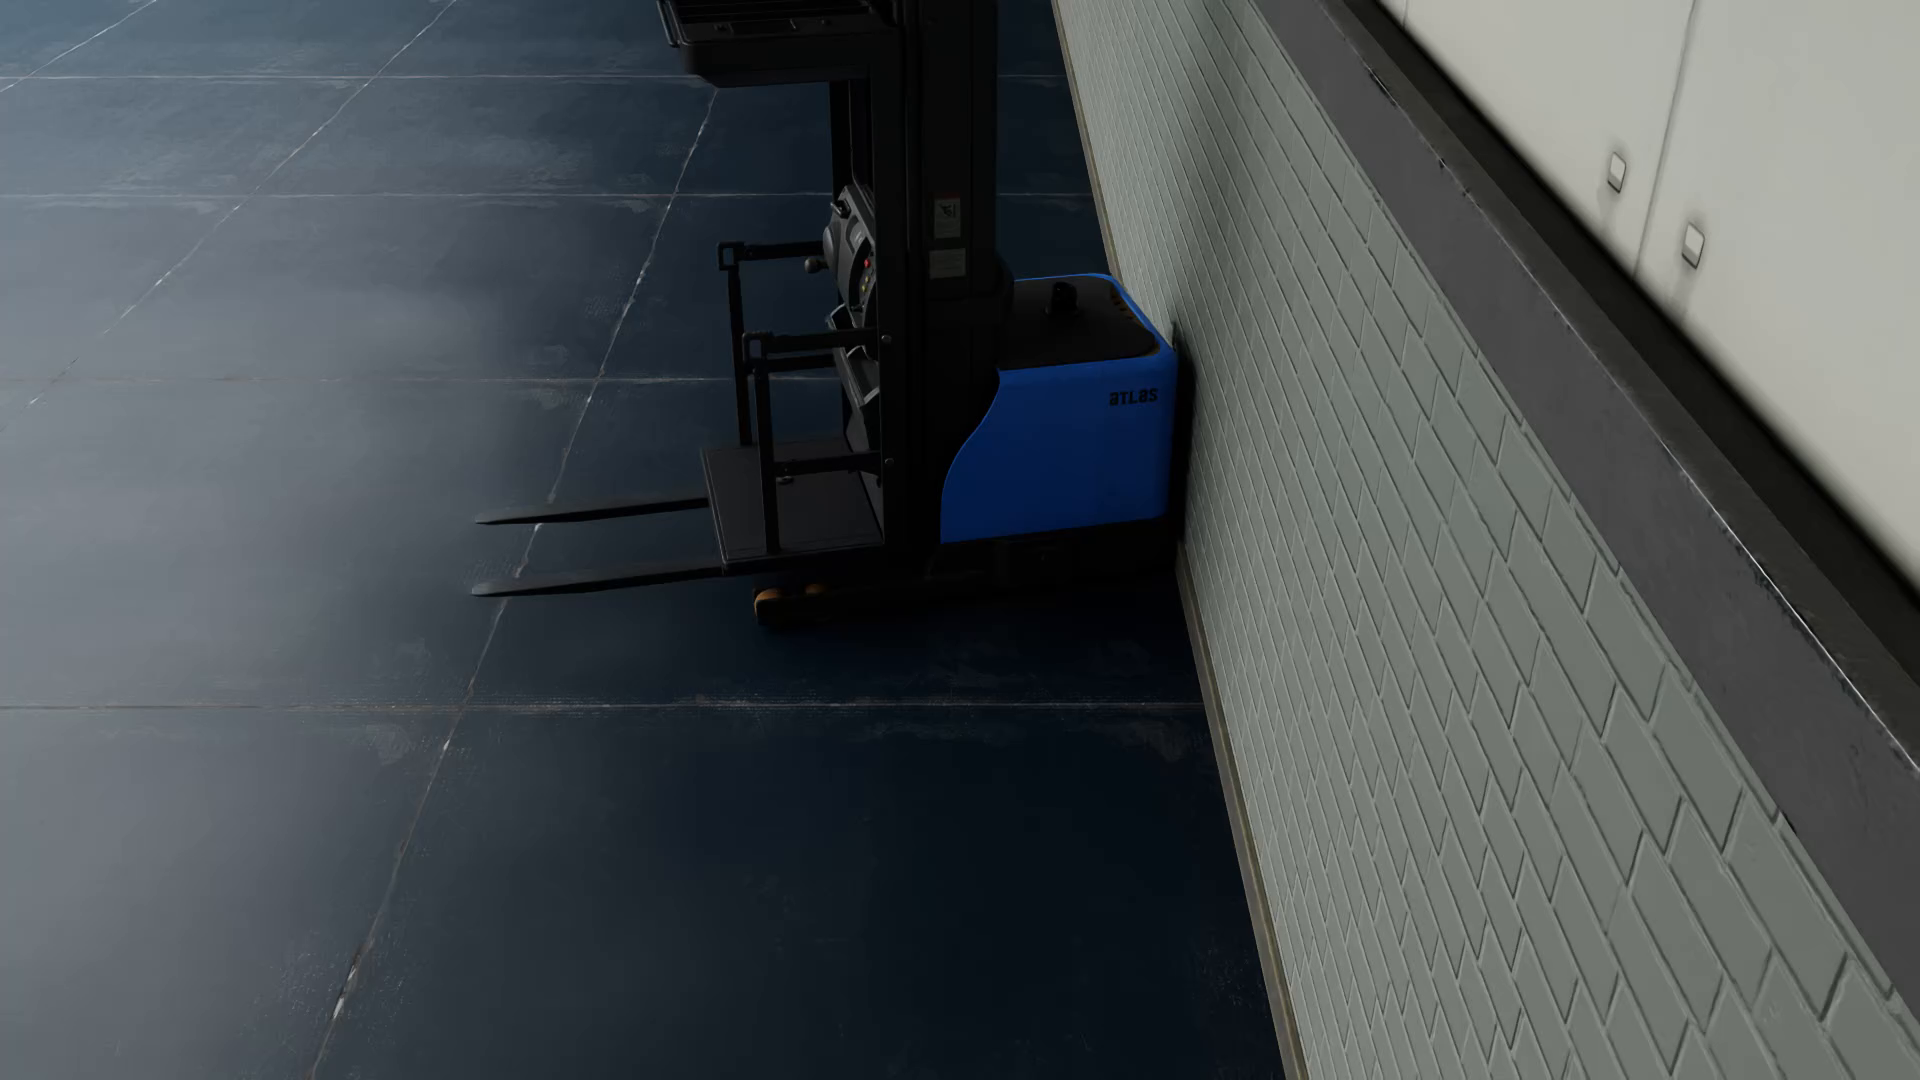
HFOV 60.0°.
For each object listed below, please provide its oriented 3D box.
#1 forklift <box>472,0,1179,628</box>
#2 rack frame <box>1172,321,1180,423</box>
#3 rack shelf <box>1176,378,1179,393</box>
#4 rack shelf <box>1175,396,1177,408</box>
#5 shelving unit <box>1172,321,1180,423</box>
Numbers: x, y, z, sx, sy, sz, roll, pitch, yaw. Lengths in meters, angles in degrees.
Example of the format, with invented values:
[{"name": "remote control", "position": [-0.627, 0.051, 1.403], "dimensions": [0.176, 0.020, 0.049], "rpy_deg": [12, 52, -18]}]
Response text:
[{"name": "forklift", "position": [-0.637, -1.178, 6.865], "dimensions": [3.031, 2.935, 1.130], "rpy_deg": [-7, 32, -11]}, {"name": "rack frame", "position": [0.981, -0.563, 7.815], "dimensions": [0.006, 0.900, 0.240], "rpy_deg": [1, 31, -4]}, {"name": "rack shelf", "position": [0.891, -0.768, 7.689], "dimensions": [0.200, 0.077, 0.258], "rpy_deg": [1, 31, -4]}, {"name": "rack shelf", "position": [0.887, -0.691, 7.734], "dimensions": [0.200, 0.077, 0.258], "rpy_deg": [1, 31, -4]}, {"name": "shelving unit", "position": [0.880, -0.565, 7.809], "dimensions": [0.210, 0.900, 0.258], "rpy_deg": [1, 31, -4]}]
